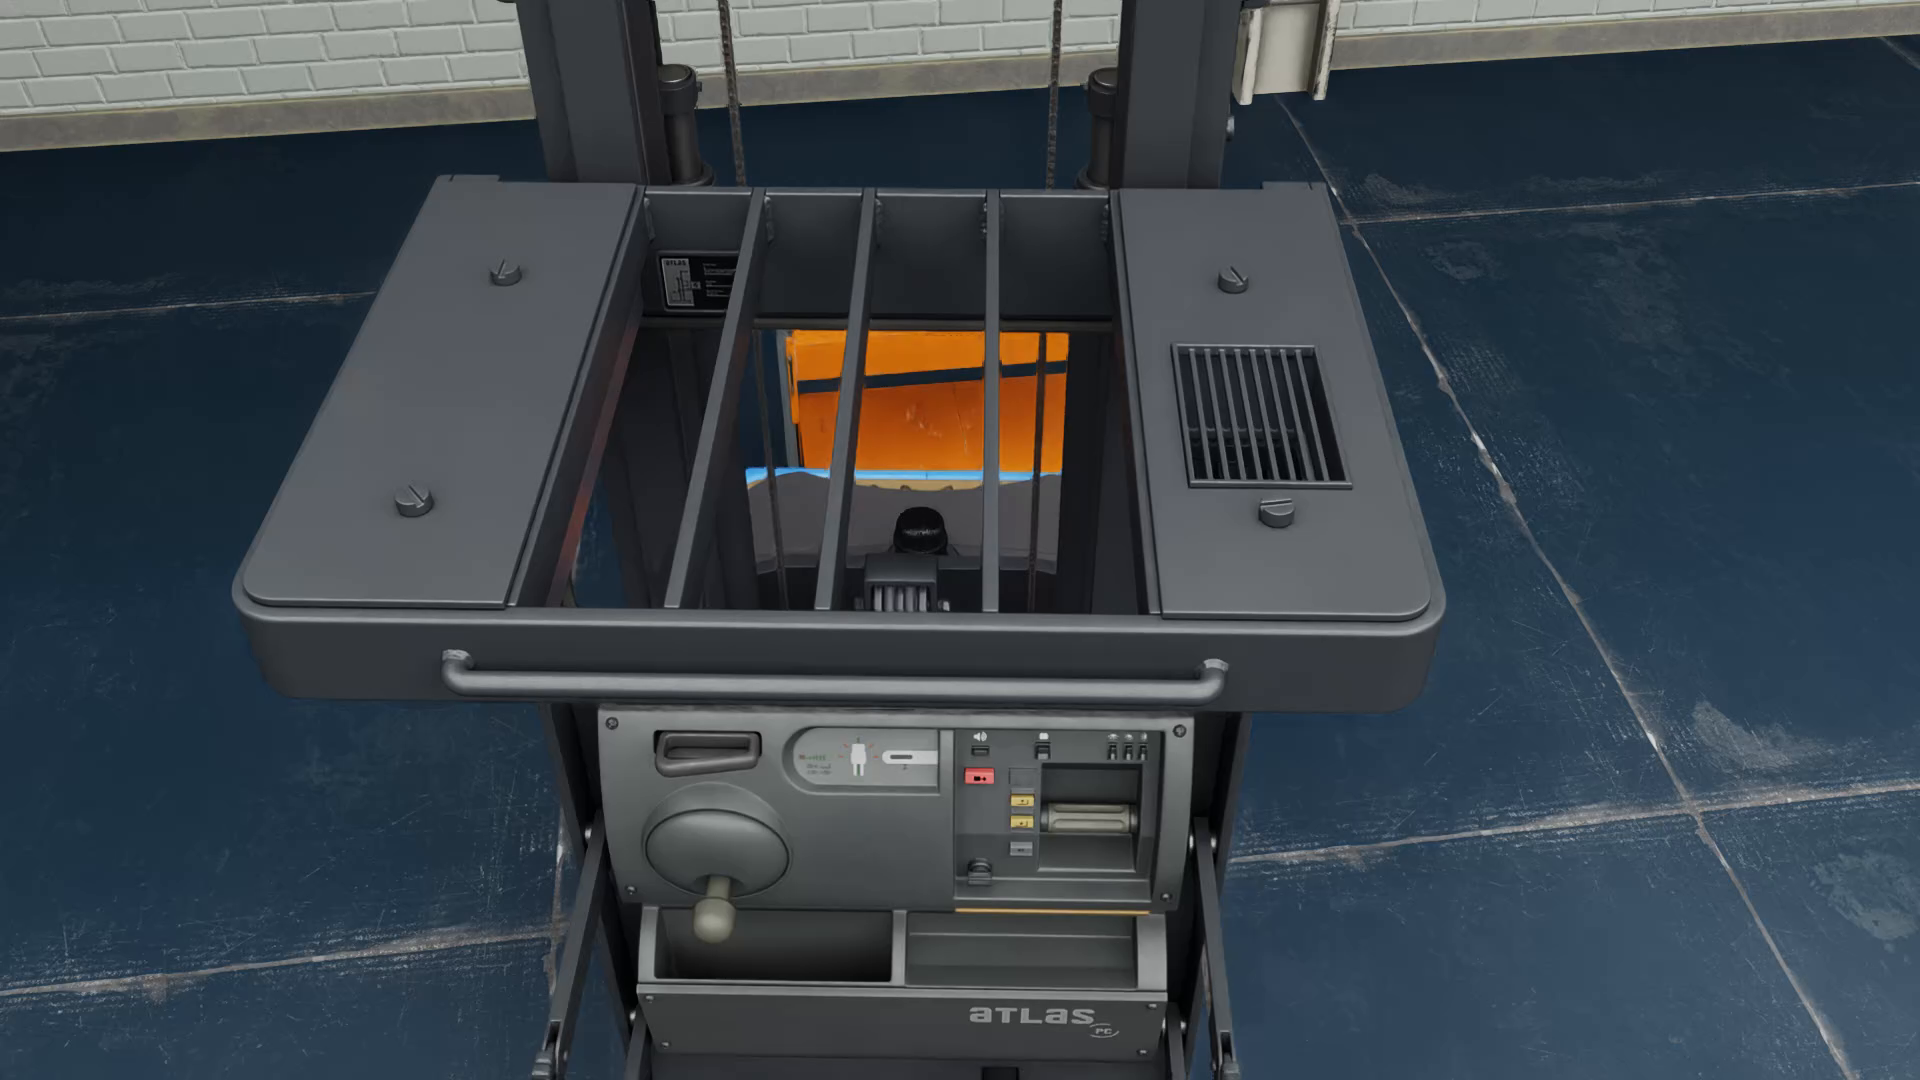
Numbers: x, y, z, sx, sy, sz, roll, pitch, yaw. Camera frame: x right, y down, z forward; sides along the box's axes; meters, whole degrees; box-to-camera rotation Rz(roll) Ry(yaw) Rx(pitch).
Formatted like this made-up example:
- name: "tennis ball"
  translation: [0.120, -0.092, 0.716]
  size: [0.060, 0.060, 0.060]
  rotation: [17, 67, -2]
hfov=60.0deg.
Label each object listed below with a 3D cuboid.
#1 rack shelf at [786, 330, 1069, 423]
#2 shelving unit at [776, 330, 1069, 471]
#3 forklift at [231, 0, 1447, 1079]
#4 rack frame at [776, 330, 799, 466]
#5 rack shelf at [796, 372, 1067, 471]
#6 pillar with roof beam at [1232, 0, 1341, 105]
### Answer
- name: "rack shelf"
  translation: [0.007, -0.636, 4.678]
  size: [1.000, 0.278, 0.538]
  rotation: [-5, 42, -6]
- name: "shelving unit"
  translation: [0.007, -0.418, 4.874]
  size: [1.048, 1.125, 0.538]
  rotation: [-5, 42, -6]
- name: "forklift"
  translation: [-0.103, 0.527, 2.477]
  size: [1.130, 2.935, 3.031]
  rotation: [1, 42, 1]
- name: "rack frame"
  translation: [-0.497, -0.374, 4.825]
  size: [0.032, 1.125, 0.500]
  rotation: [-5, 42, -6]
- name: "rack shelf"
  translation: [0.007, -0.237, 5.038]
  size: [1.000, 0.278, 0.538]
  rotation: [-5, 42, -6]
- name: "pillar with roof beam"
  translation: [1.977, -2.538, 1.345]
  size: [0.400, 9.000, 9.100]
  rotation: [-5, 42, -6]
